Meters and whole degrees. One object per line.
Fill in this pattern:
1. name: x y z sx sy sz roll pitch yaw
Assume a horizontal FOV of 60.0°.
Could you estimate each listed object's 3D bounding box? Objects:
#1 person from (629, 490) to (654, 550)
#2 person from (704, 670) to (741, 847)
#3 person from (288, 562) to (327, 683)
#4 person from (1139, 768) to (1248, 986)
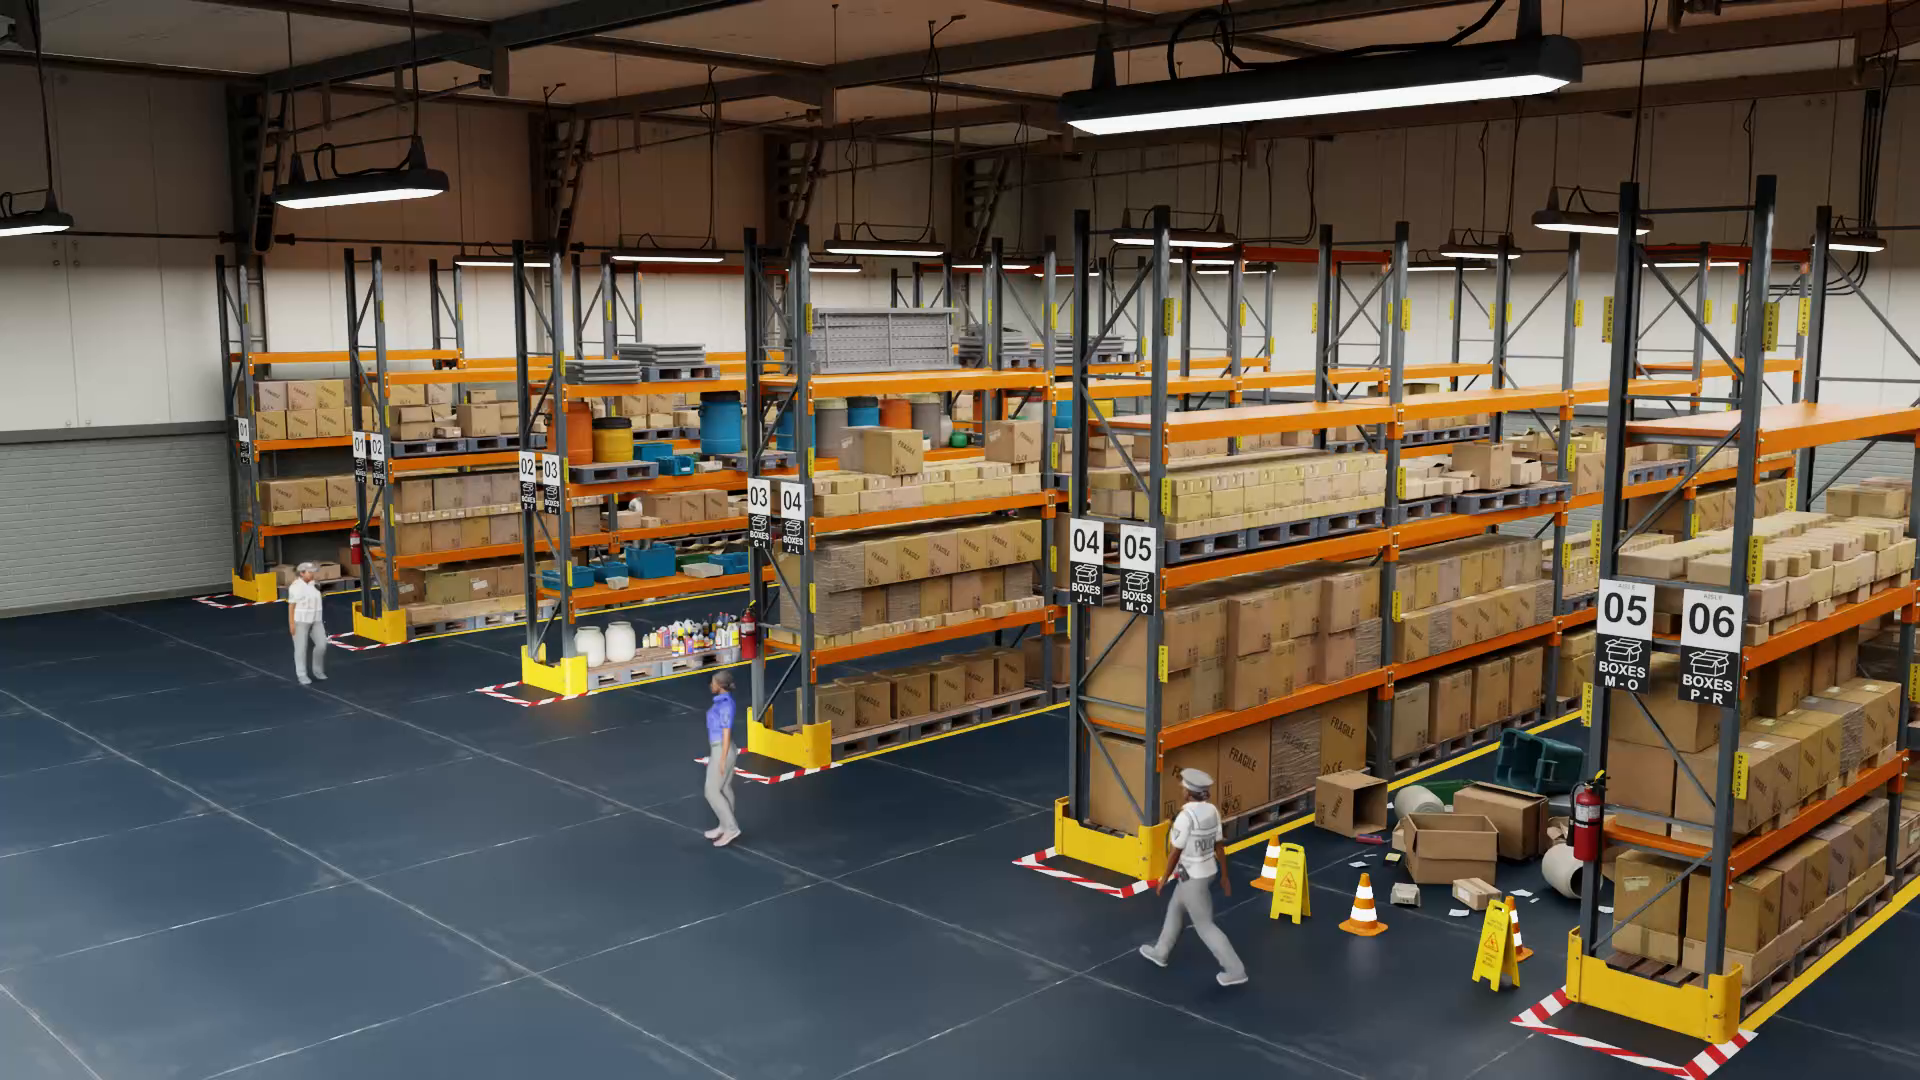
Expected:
1. person: -6.057 -0.177 31.740 0.531 1.807 0.583 -2 8 -16
2. person: -2.313 2.095 16.045 0.348 1.669 0.488 -1 8 -6
3. person: -8.973 1.153 22.816 0.400 1.717 0.577 4 9 29
4. person: 1.775 2.560 12.724 0.989 1.633 0.447 5 9 29
